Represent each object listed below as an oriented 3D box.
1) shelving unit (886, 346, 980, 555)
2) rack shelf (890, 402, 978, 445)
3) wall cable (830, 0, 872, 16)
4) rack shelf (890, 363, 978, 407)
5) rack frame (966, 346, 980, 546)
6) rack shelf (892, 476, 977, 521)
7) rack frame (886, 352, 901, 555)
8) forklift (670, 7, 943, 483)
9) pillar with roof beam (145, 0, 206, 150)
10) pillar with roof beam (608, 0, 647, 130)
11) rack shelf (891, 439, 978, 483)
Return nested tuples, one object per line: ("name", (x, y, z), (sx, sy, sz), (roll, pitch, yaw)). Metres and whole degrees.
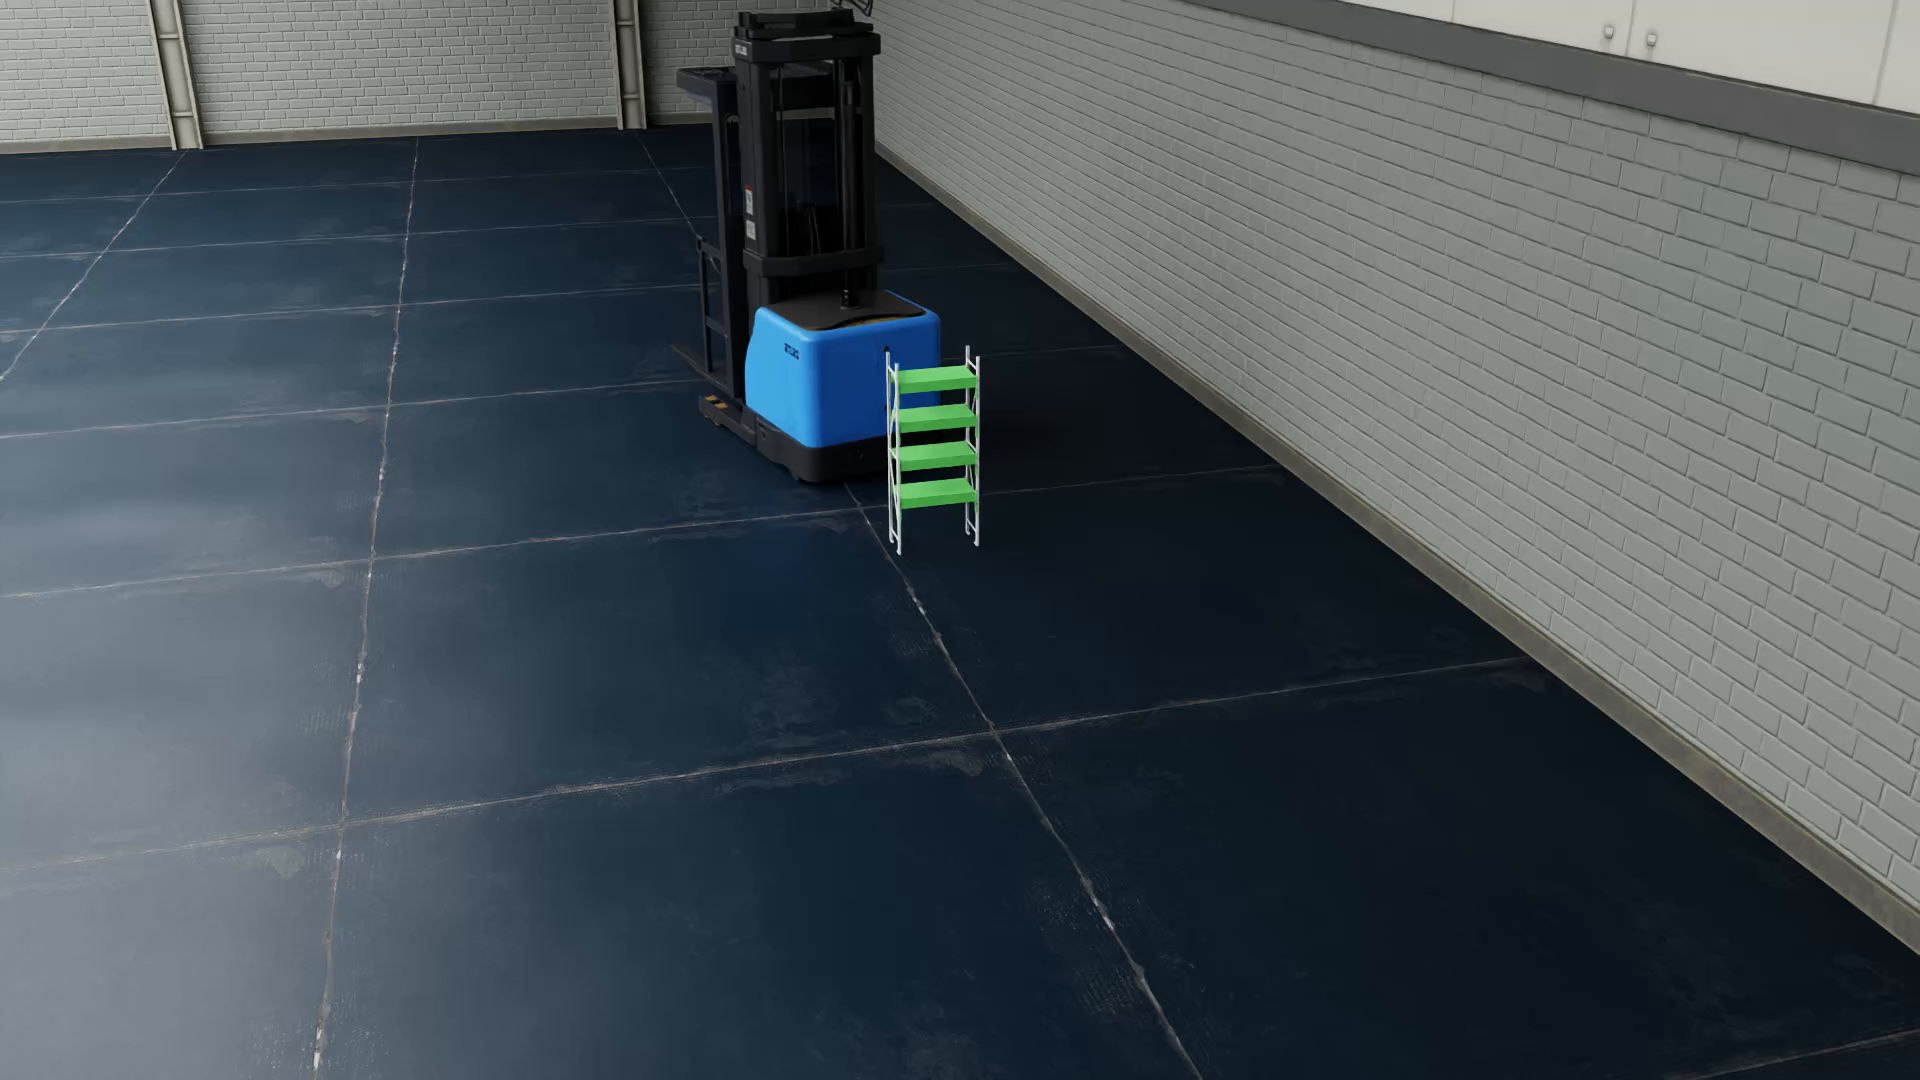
("shelving unit", (-0.159, -0.534, 9.972), (0.503, 1.200, 0.258), (-6, 24, -14))
("rack shelf", (-0.159, -0.696, 9.903), (0.480, 0.148, 0.258), (-6, 24, -14))
("wall cable", (-1.591, -8.542, 22.683), (0.112, 2.526, 3.097), (-6, 24, -14))
("rack shelf", (-0.159, -0.916, 9.808), (0.480, 0.148, 0.258), (-6, 24, -14))
("rack frame", (0.076, -0.560, 10.033), (0.015, 1.200, 0.240), (-6, 24, -14))
("rack shelf", (-0.159, -0.254, 10.092), (0.480, 0.148, 0.258), (-6, 24, -14))
("rack frame", (-0.394, -0.508, 9.912), (0.015, 1.200, 0.240), (-6, 24, -14))
("forklift", (-1.283, -2.264, 11.809), (1.130, 2.935, 3.031), (-13, 26, -27))
("pillar with roof beam", (-9.399, -7.884, 17.211), (0.400, 9.000, 9.100), (-6, 24, -14))
("pillar with roof beam", (-3.622, -8.523, 18.700), (0.400, 9.000, 9.100), (-6, 24, -14))
("rack shelf", (-0.159, -0.475, 9.998), (0.480, 0.148, 0.258), (-6, 24, -14))
